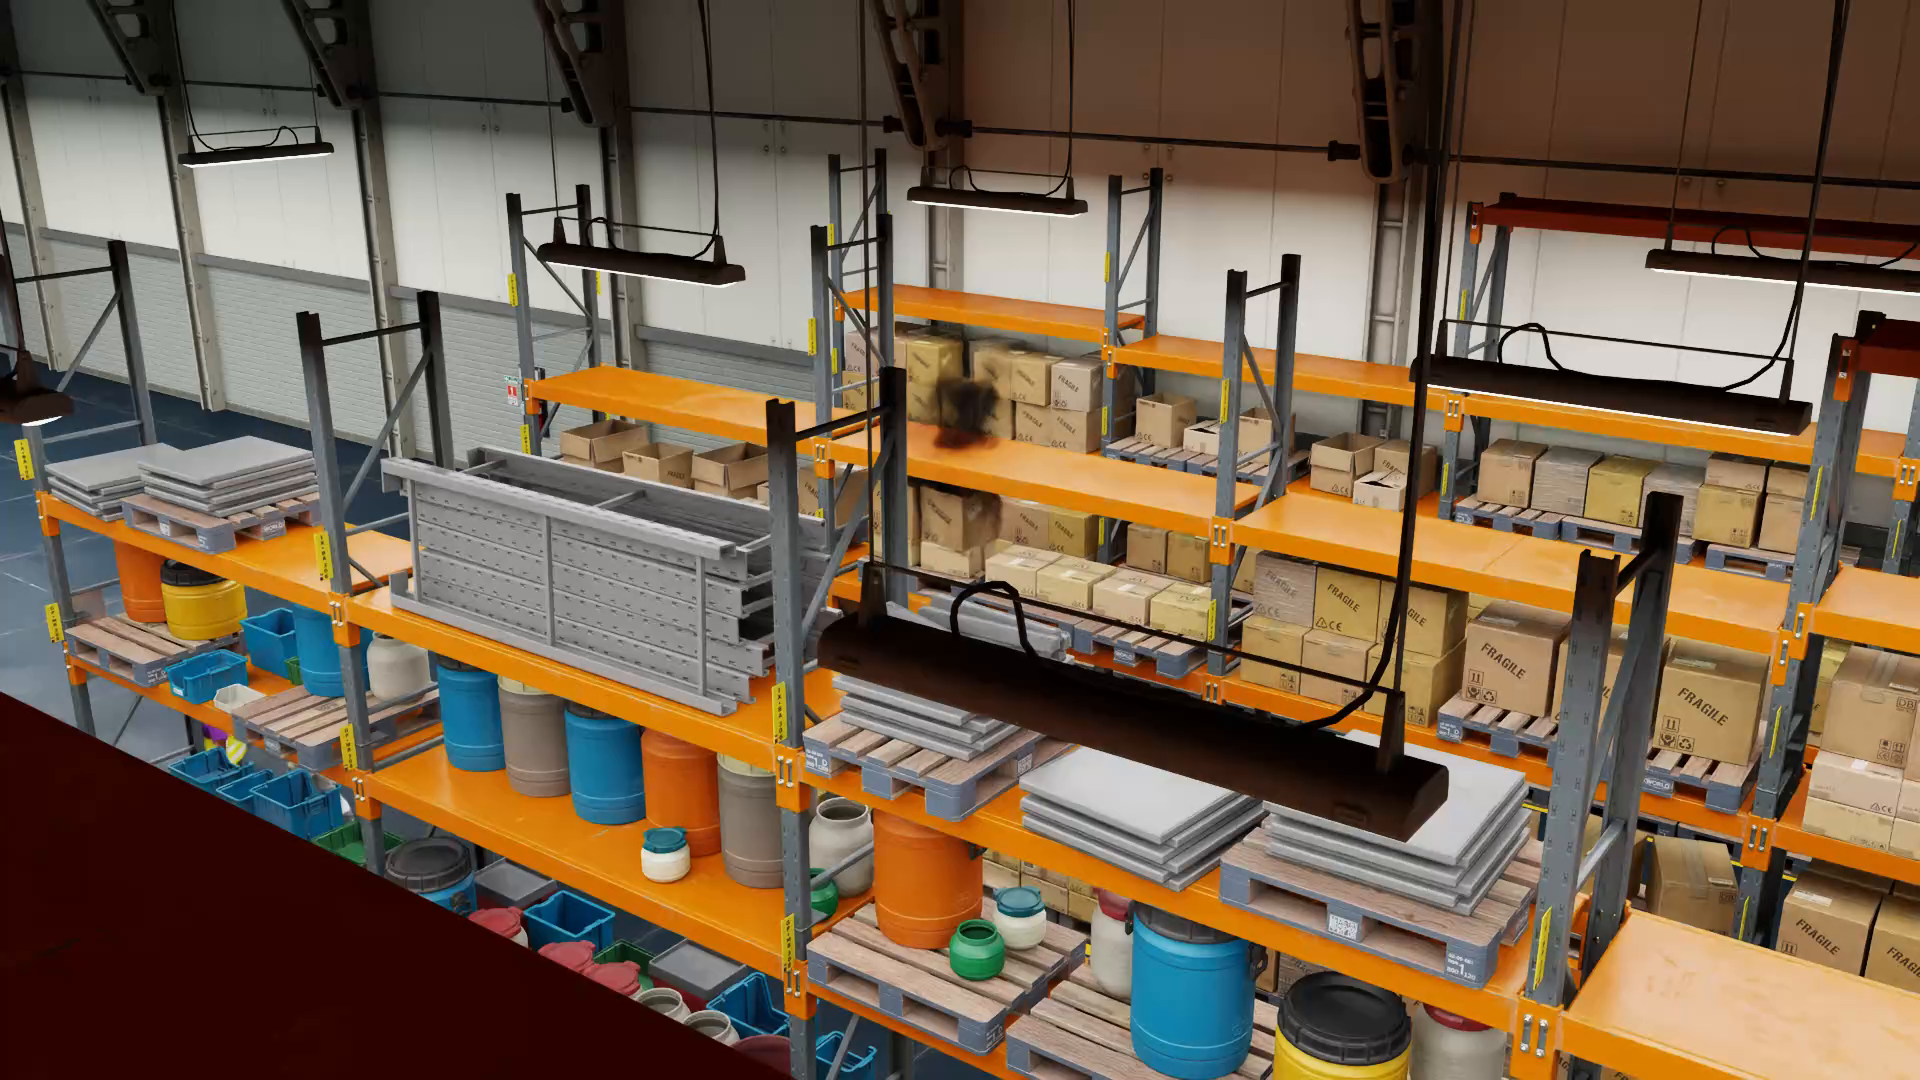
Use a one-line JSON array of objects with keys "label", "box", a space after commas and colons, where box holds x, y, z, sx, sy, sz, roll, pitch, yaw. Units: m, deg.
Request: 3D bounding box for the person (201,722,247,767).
[{"label": "person", "box": [-7.092, 2.128, 16.026, 0.665, 1.785, 0.772, 3, 19, 8]}]

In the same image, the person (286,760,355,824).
[{"label": "person", "box": [-6.238, 2.145, 15.926, 0.749, 1.856, 0.696, 6, 19, 17]}]
